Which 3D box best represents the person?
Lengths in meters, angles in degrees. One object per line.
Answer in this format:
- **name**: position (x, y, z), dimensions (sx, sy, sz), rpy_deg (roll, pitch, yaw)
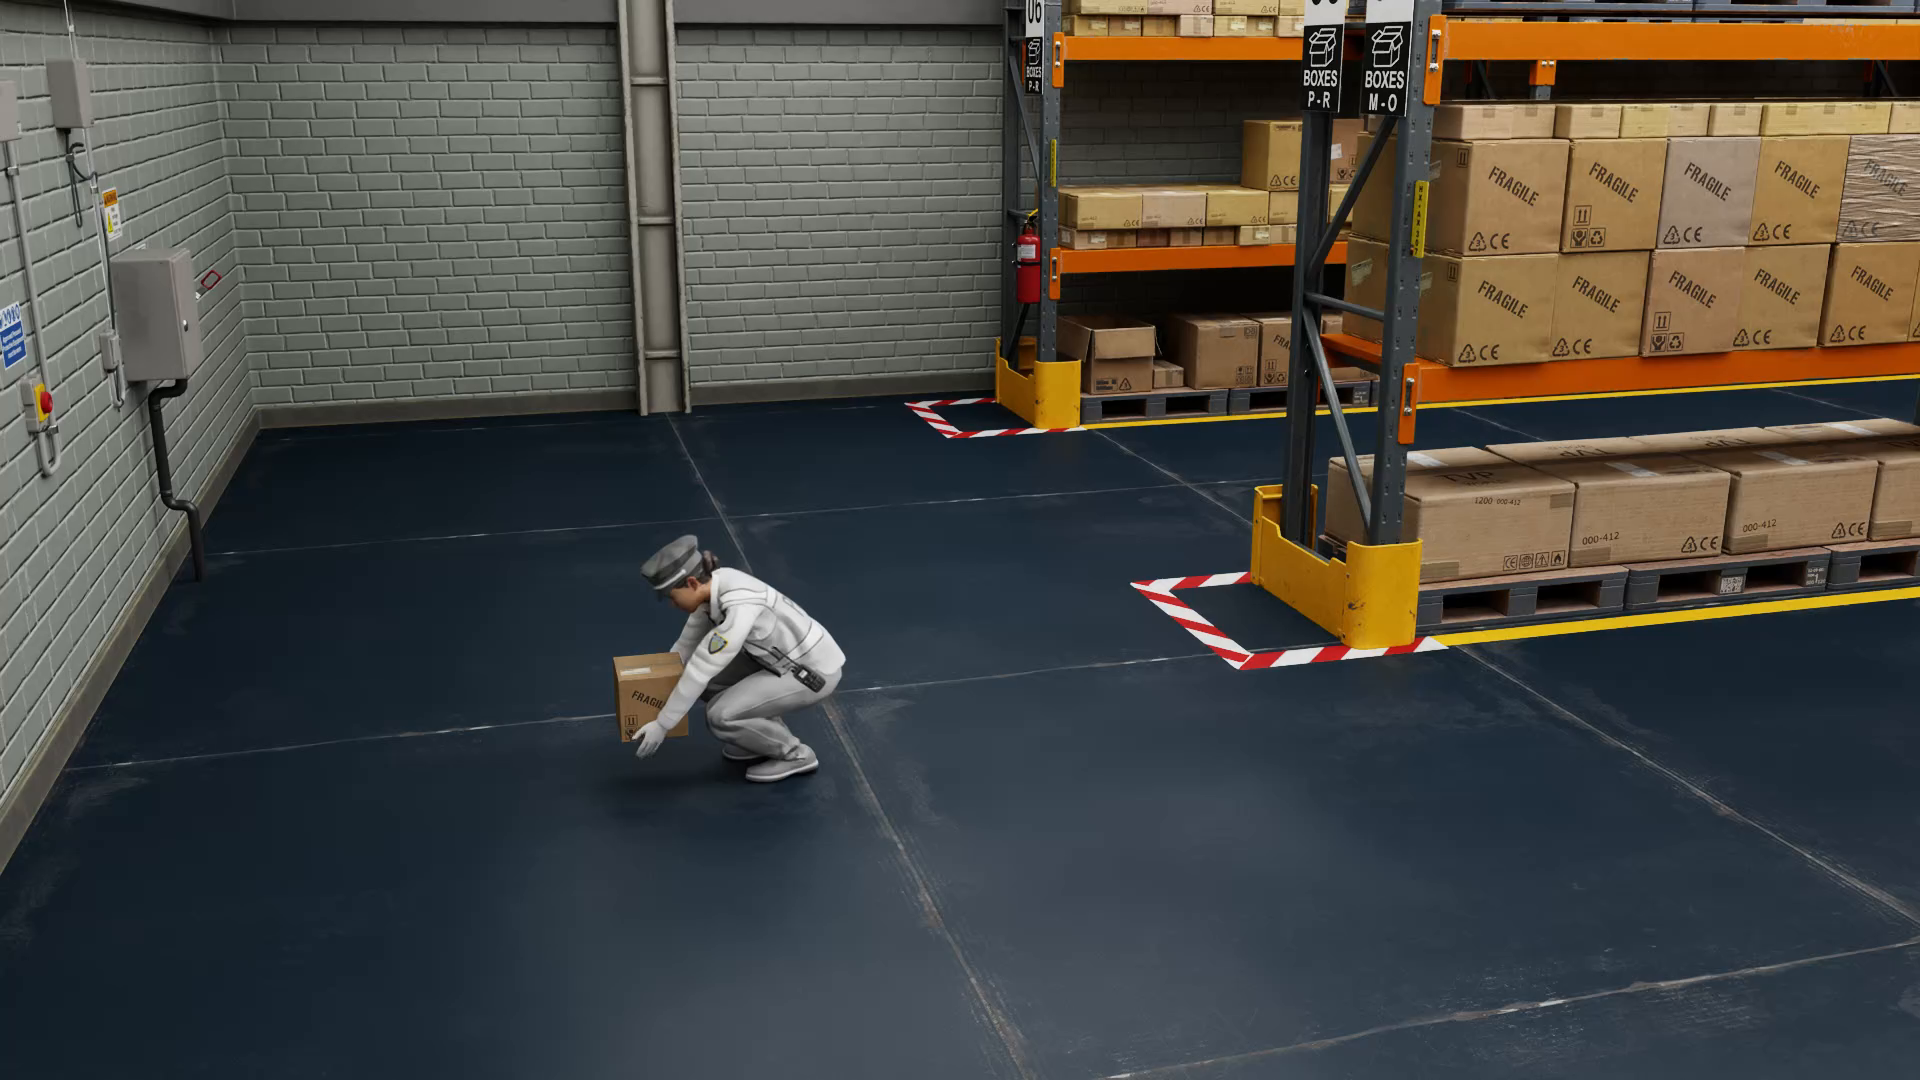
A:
- **person**: position (-0.857, 0.427, 6.344), dimensions (0.831, 0.965, 0.494), rpy_deg (-5, 17, -16)
